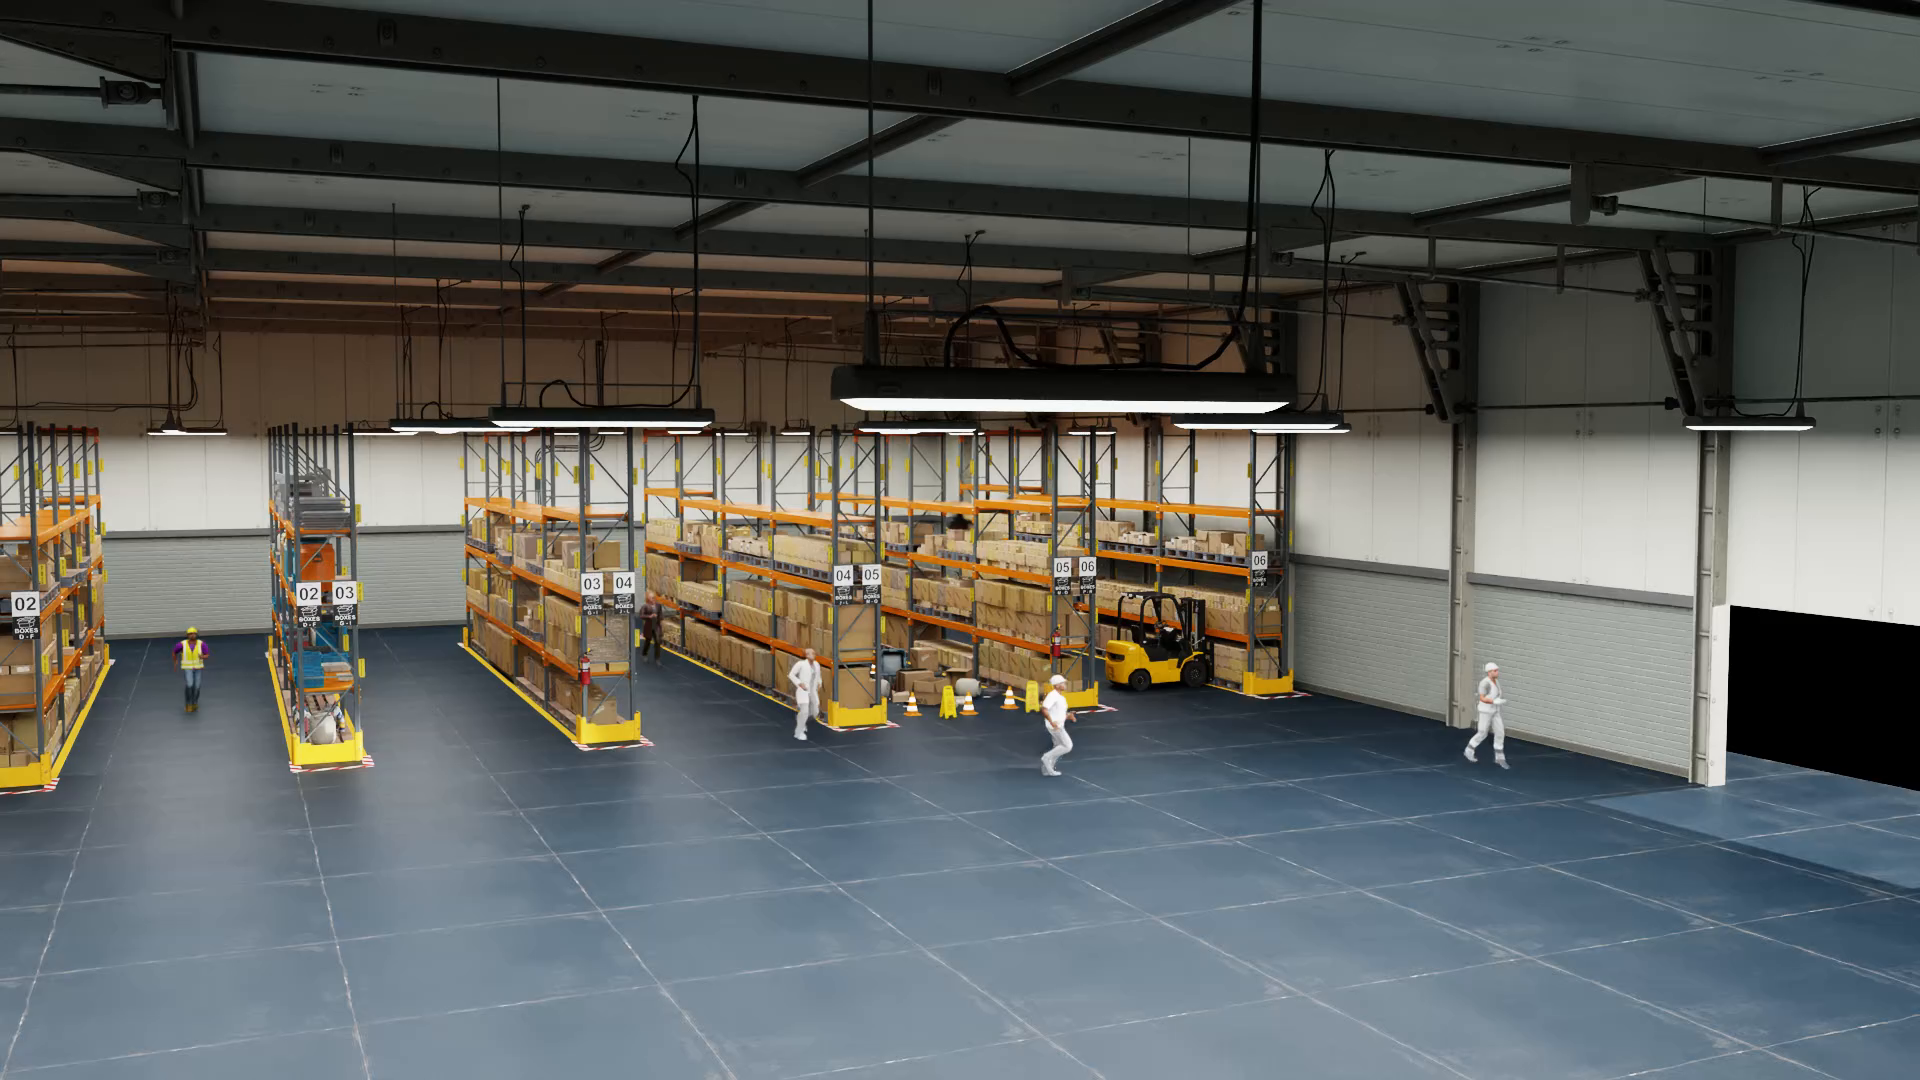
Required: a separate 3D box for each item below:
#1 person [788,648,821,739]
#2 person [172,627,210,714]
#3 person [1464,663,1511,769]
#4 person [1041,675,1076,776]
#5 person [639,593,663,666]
[{"bbox_3d":[-2.954,2.938,31.996,0.722,1.691,0.646,-3,4,-38],"label":"person"},{"bbox_3d":[-16.039,2.722,34.750,0.670,1.801,0.728,-3,4,-36],"label":"person"},{"bbox_3d":[9.272,3.055,29.005,0.683,1.844,0.688,-3,5,-43],"label":"person"},{"bbox_3d":[1.673,3.142,28.197,0.576,1.715,0.640,1,4,10],"label":"person"},{"bbox_3d":[-7.791,2.240,41.979,0.690,1.798,1.032,-2,4,-29],"label":"person"}]
